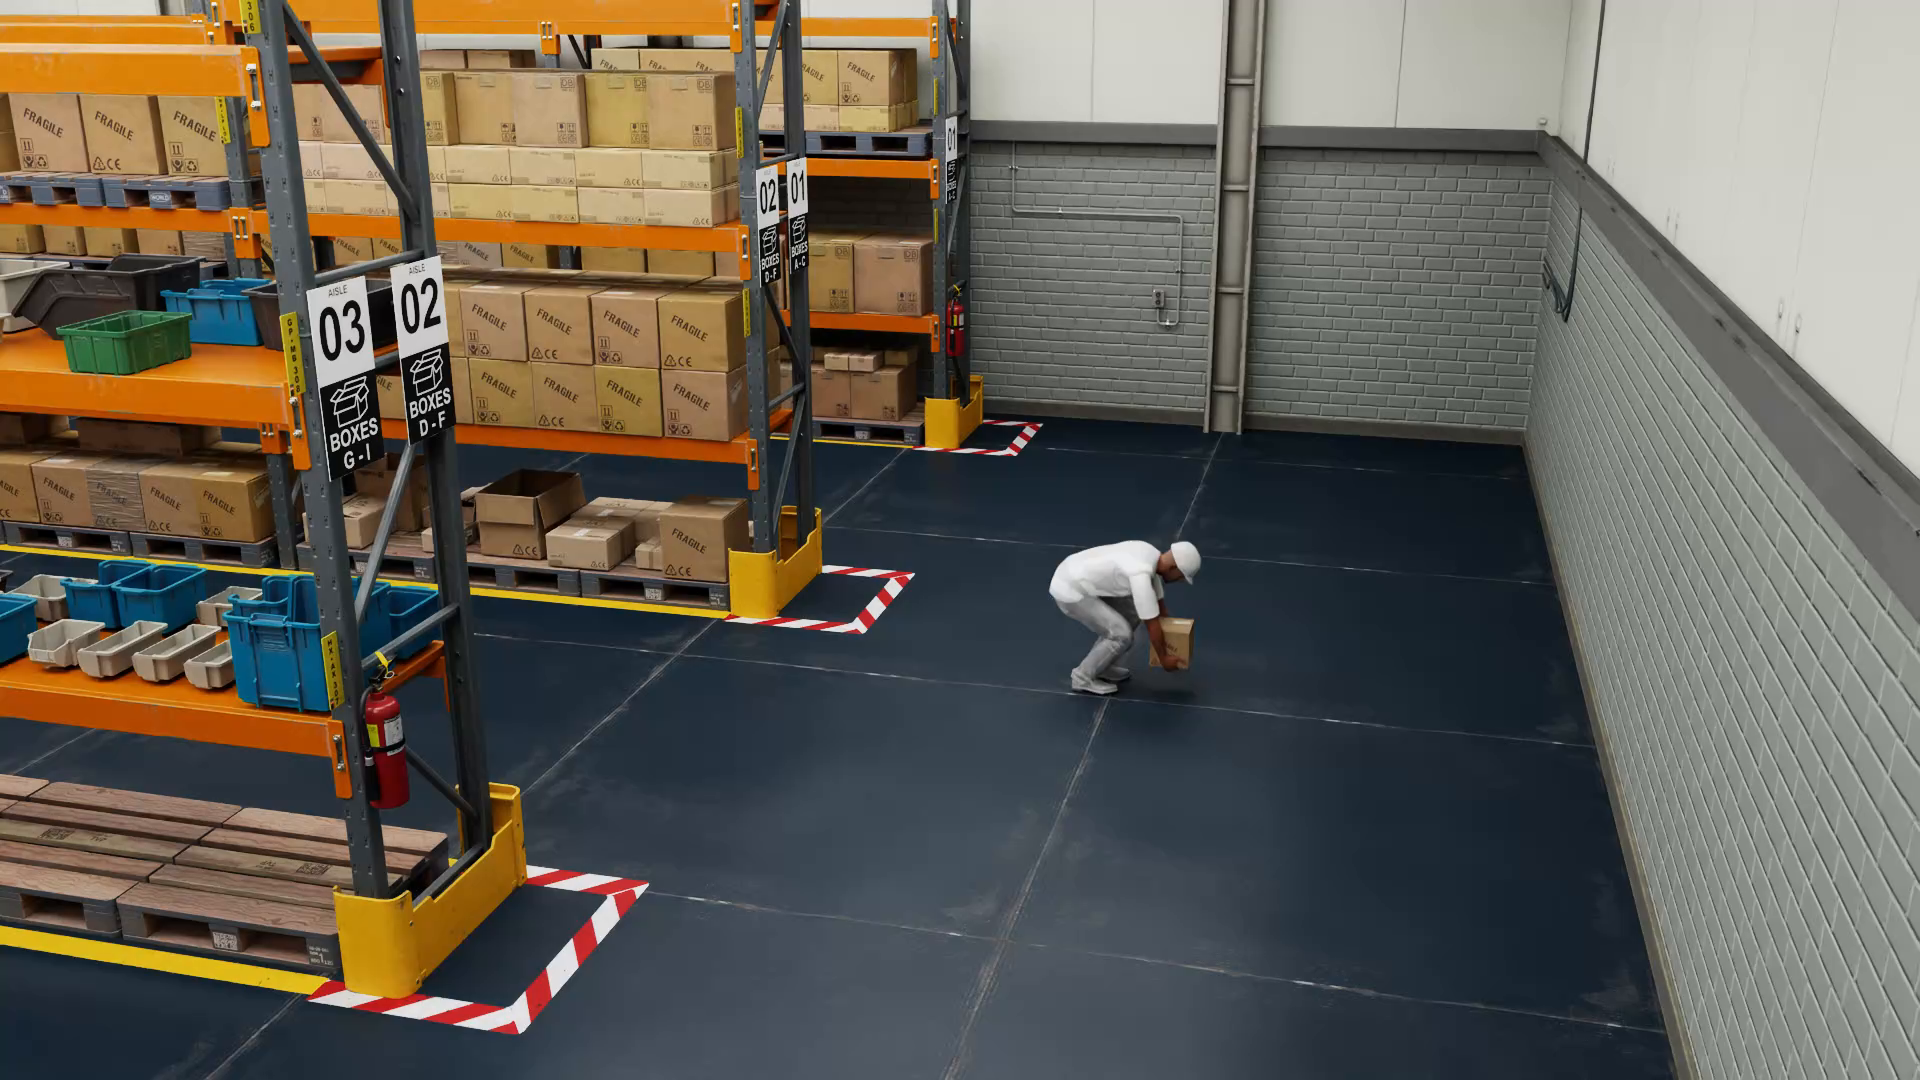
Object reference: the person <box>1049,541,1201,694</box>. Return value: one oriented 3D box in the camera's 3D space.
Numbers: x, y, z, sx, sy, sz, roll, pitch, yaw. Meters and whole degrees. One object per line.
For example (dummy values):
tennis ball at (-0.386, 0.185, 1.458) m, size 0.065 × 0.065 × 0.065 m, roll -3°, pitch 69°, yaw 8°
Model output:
person at (1.063, 0.473, 10.790) m, size 0.956 × 1.012 × 0.526 m, roll 4°, pitch 19°, yaw 11°
